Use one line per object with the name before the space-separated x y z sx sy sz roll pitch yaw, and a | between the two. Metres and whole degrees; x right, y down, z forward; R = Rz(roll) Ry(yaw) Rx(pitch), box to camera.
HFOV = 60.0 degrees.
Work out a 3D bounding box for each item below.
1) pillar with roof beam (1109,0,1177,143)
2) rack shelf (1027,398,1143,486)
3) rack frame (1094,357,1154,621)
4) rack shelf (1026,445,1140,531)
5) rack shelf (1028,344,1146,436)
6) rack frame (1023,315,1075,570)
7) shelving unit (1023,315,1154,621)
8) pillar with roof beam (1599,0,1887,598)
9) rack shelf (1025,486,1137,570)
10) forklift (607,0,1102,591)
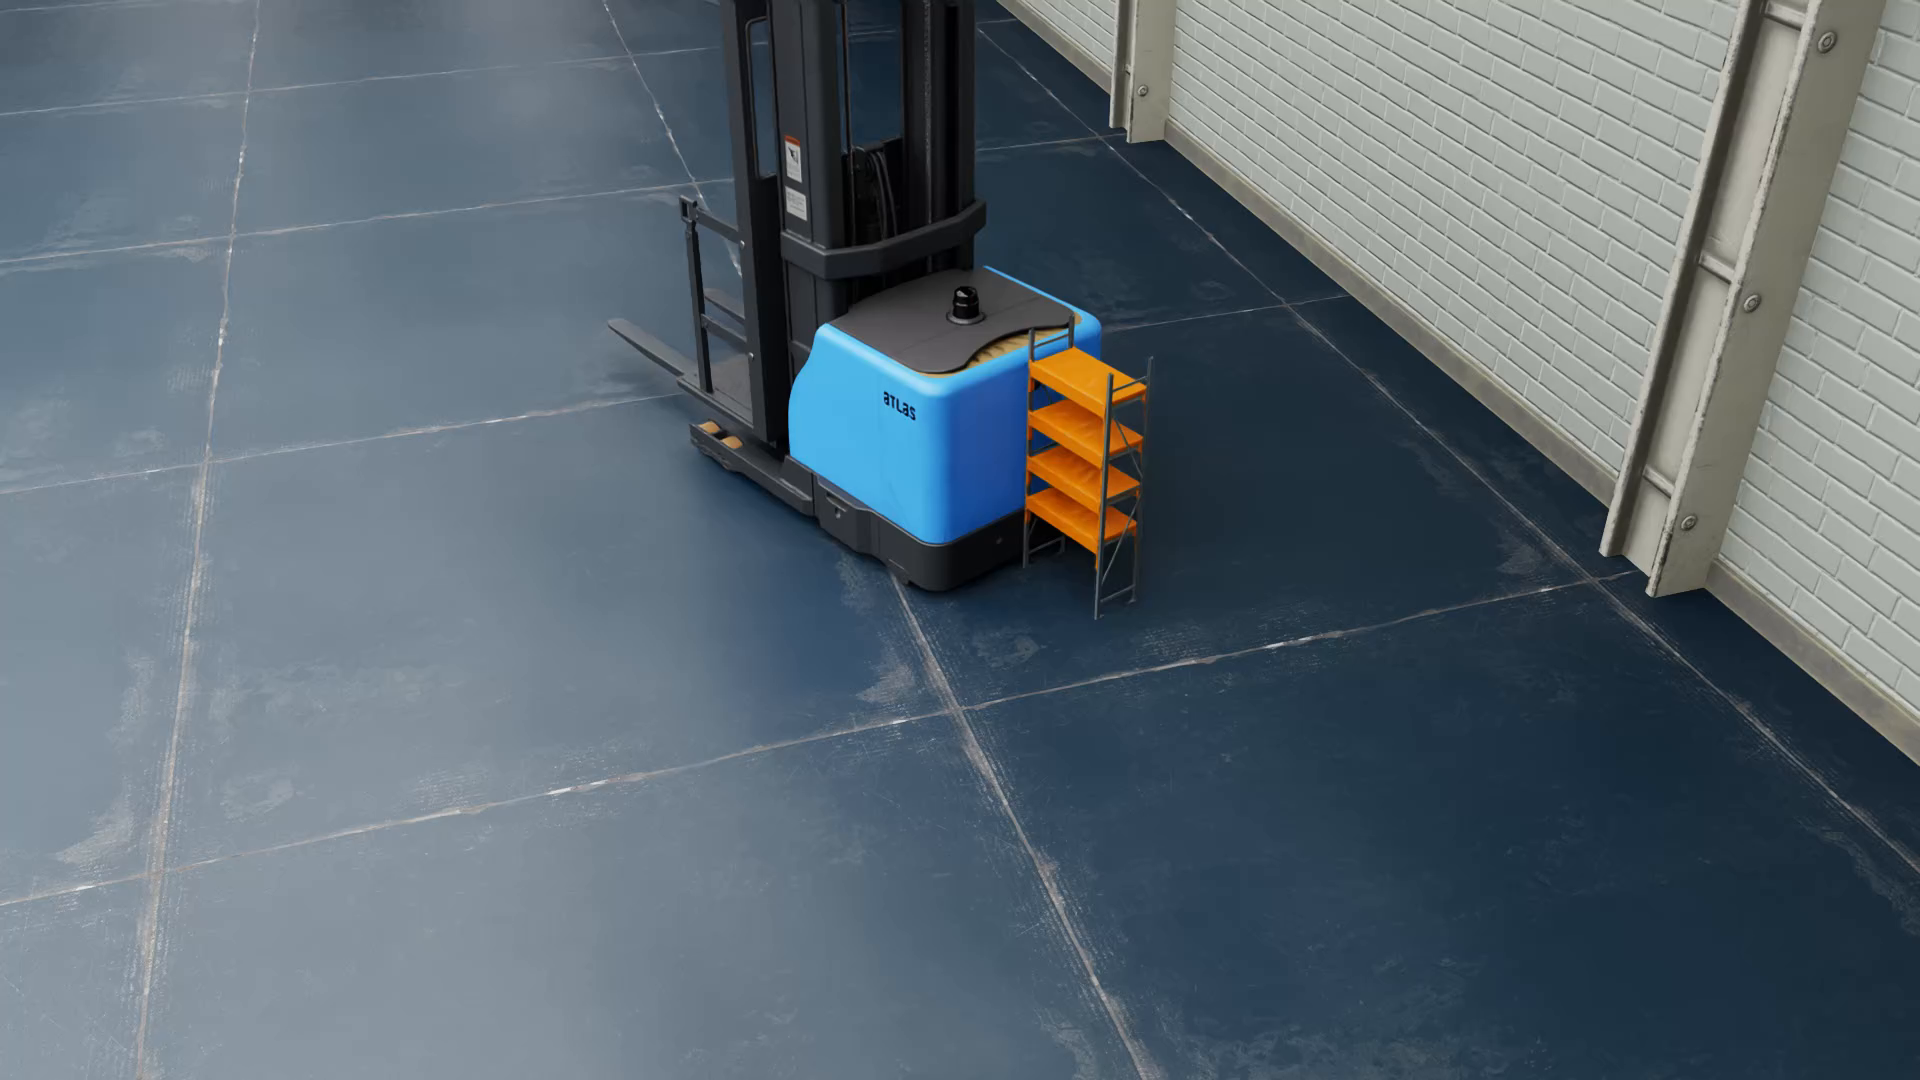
pillar with roof beam | -2.778 -6.054 8.749 9.100 9.000 0.400 -10 35 -15
rack shelf | 0.533 -0.431 7.030 0.258 0.148 0.480 -23 40 -31
rack frame | 0.682 -0.194 6.955 0.240 1.200 0.015 -23 40 -31
rack shelf | 0.533 -0.244 7.153 0.258 0.148 0.480 -23 40 -31
rack shelf | 0.533 -0.628 6.899 0.258 0.148 0.480 -23 40 -31
rack frame | 0.384 -0.407 7.277 0.240 1.200 0.015 -23 40 -31
shelving unit | 0.533 -0.300 7.116 0.258 1.200 0.503 -23 40 -31
pillar with roof beam | -0.948 -2.904 3.982 9.100 9.000 0.400 -10 35 -15
rack shelf | 0.533 -0.078 7.262 0.258 0.148 0.480 -23 40 -31
forklift | -0.706 -1.734 7.715 1.130 2.935 3.031 -26 41 -33
